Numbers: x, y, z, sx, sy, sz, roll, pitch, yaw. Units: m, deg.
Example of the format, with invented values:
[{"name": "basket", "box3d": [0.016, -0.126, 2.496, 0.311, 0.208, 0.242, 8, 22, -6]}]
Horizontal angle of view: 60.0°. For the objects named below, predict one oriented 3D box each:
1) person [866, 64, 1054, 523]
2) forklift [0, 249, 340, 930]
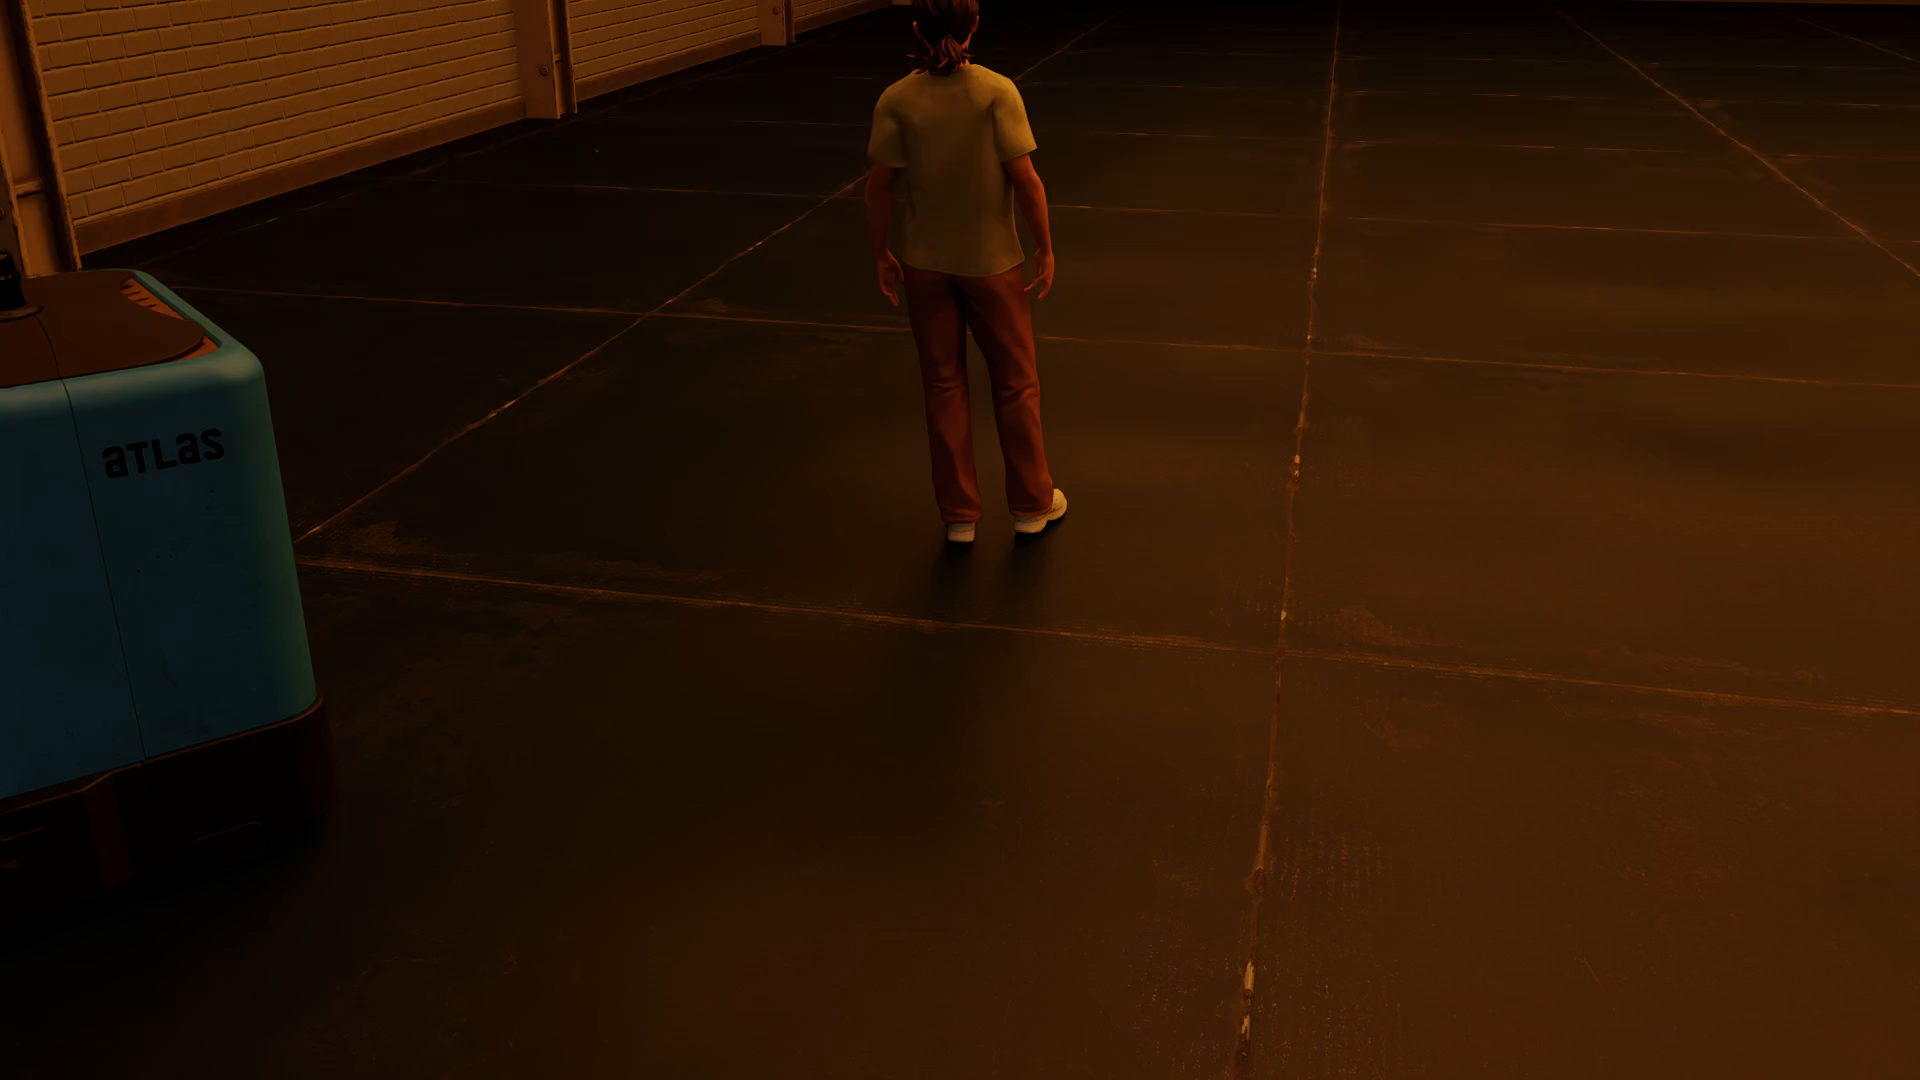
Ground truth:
[{"name": "person", "box3d": [0.013, -0.708, 4.888, 0.520, 1.363, 0.396, 5, 23, 11]}, {"name": "forklift", "box3d": [-2.821, -0.532, 2.570, 3.031, 2.935, 1.130, -16, 27, -34]}]
